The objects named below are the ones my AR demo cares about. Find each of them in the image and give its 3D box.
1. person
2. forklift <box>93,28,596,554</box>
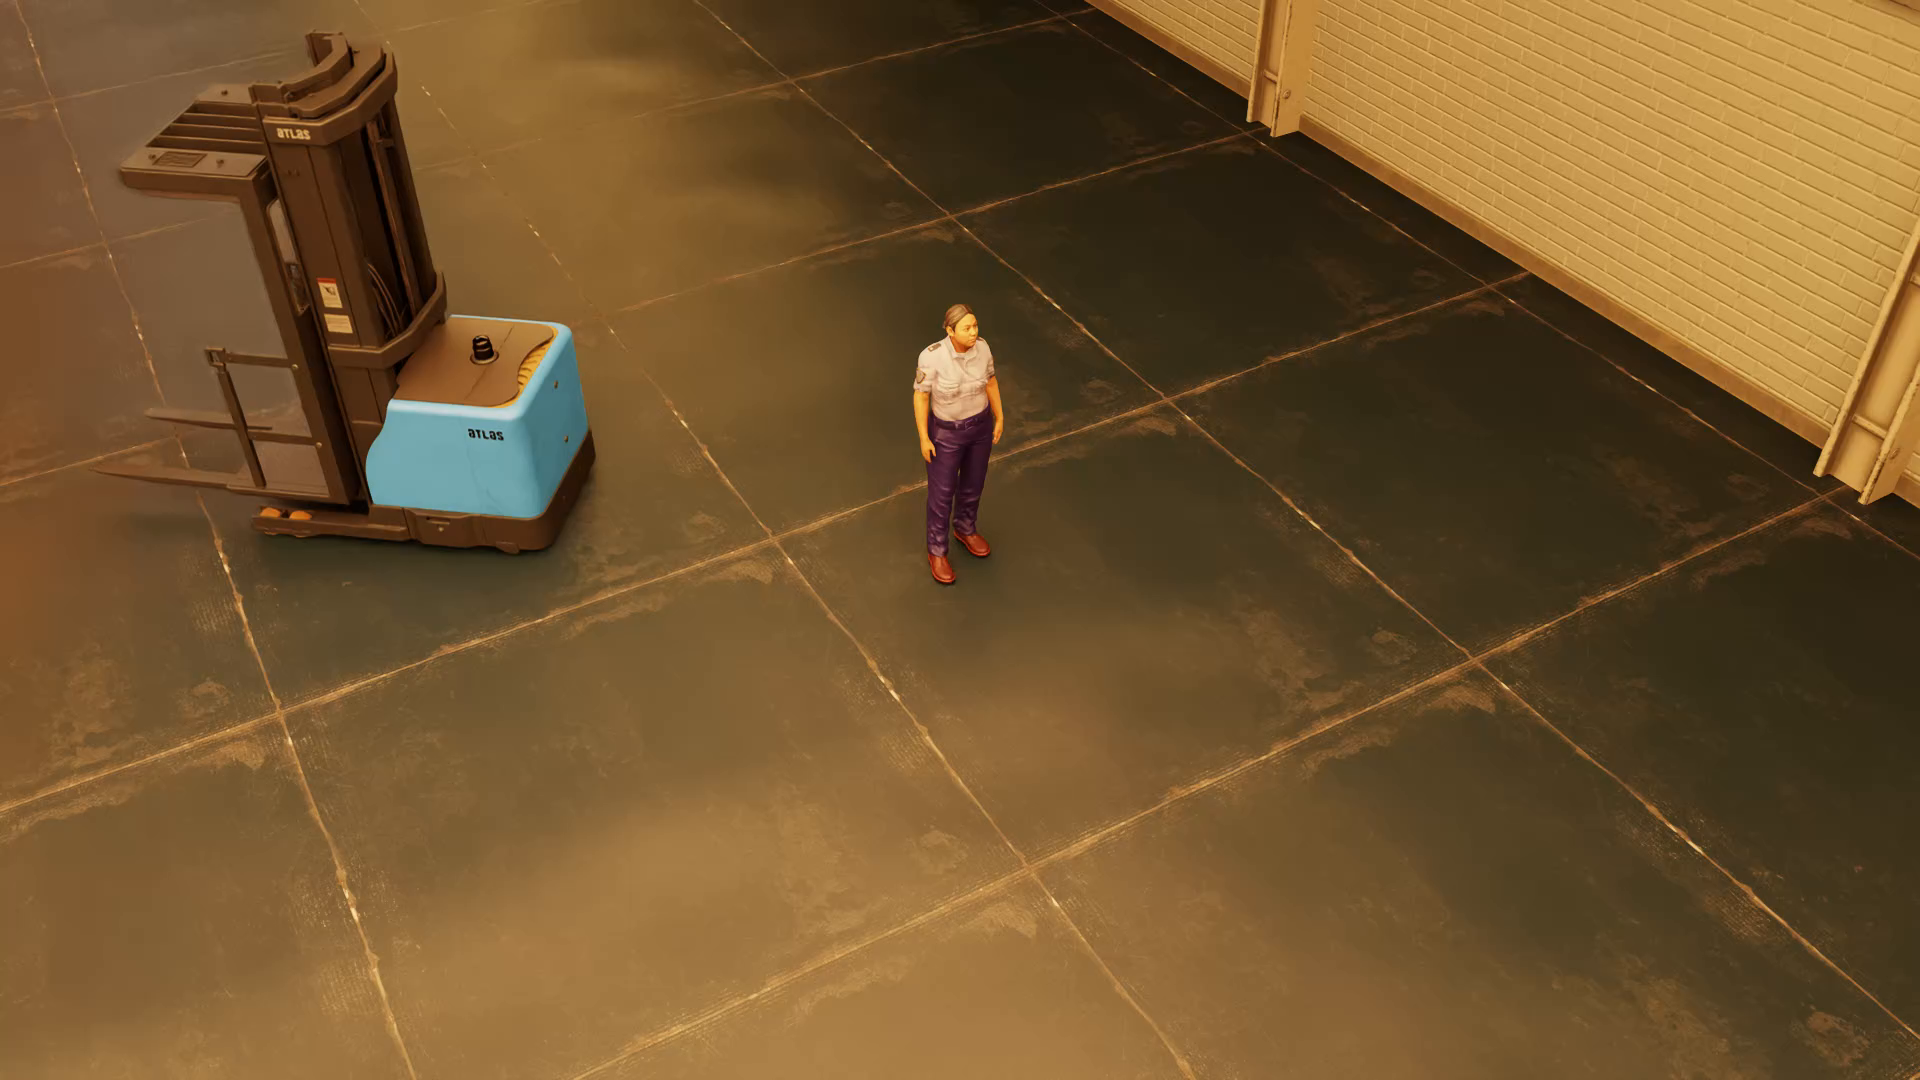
[{"bbox_3d":[0.025,-0.579,9.737,0.599,1.638,0.503,-20,44,-23],"label":"person"},{"bbox_3d":[-3.940,-1.472,9.810,3.031,2.935,1.130,5,40,6],"label":"forklift"}]
